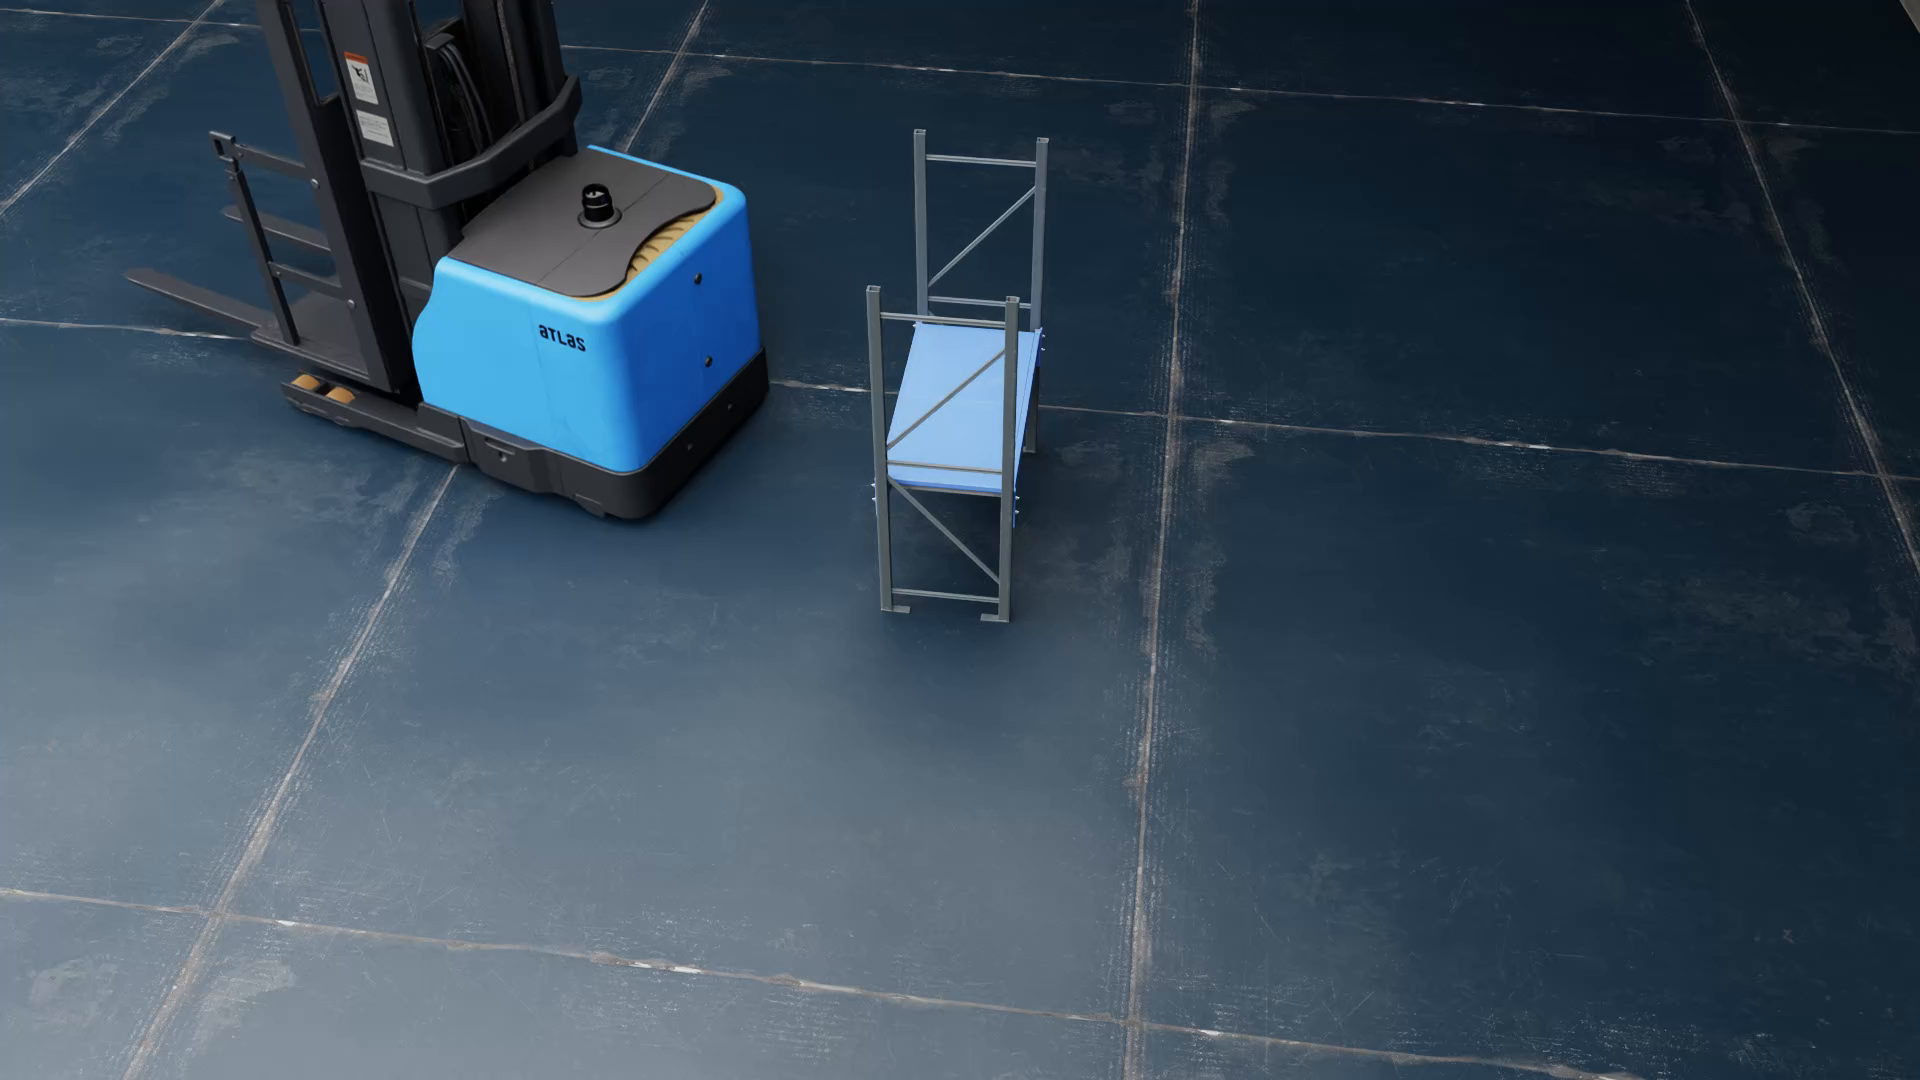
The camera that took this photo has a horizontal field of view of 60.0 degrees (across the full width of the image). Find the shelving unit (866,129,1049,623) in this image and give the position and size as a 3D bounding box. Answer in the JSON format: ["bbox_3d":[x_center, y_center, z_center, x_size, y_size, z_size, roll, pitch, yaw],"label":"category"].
[{"bbox_3d":[0.011,-0.603,6.296,0.538,1.500,1.048,5,44,6],"label":"shelving unit"}]

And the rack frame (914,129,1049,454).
[{"bbox_3d":[0.078,-0.949,6.662,0.500,1.500,0.032,5,44,6],"label":"rack frame"}]

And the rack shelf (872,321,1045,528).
[{"bbox_3d":[0.011,-0.472,6.419,0.538,0.185,1.000,5,44,6],"label":"rack shelf"}]

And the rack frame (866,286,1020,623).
[{"bbox_3d":[-0.056,-0.256,5.930,0.500,1.500,0.032,5,44,6],"label":"rack frame"}]

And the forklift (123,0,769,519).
[{"bbox_3d":[-2.394,-1.867,6.590,3.031,2.935,1.130,19,47,19],"label":"forklift"}]
